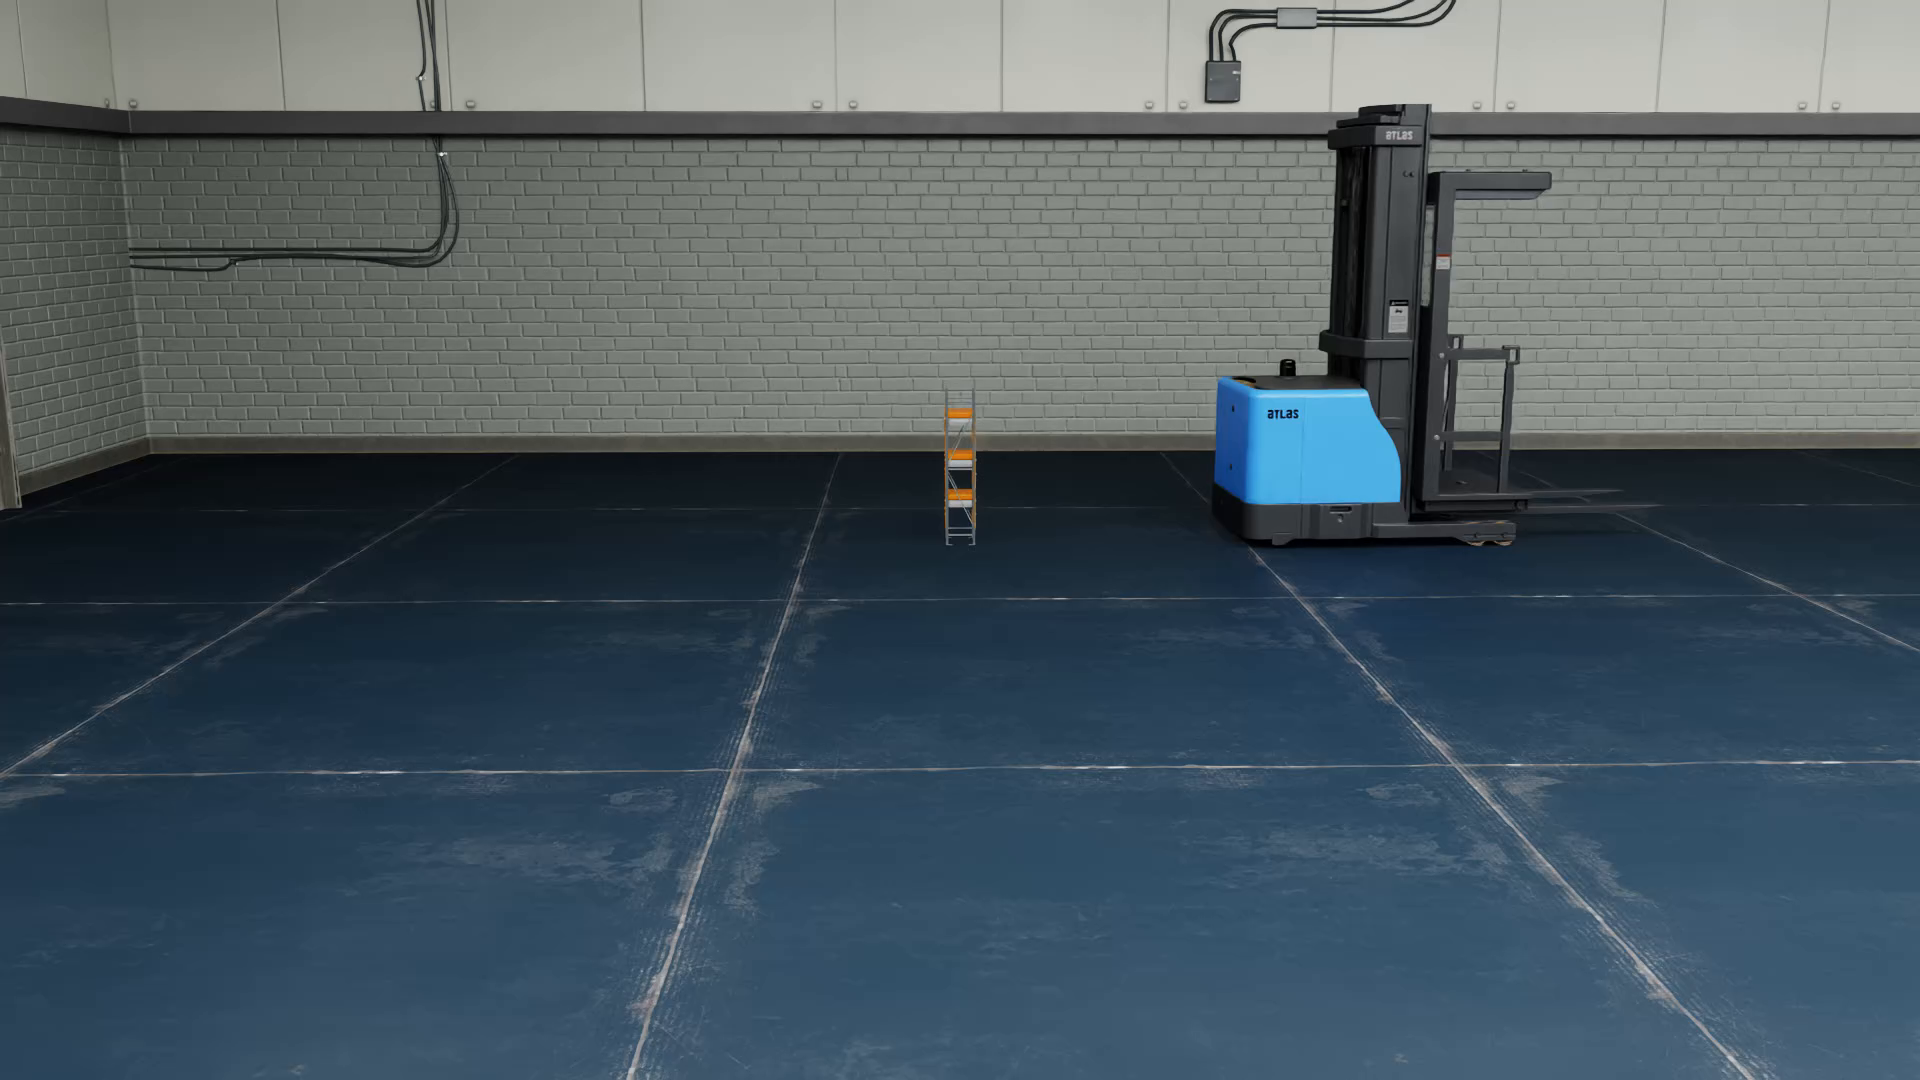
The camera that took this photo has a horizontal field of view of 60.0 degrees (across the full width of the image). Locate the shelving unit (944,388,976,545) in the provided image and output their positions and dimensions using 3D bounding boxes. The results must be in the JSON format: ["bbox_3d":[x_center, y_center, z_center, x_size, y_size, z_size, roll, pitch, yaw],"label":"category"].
[{"bbox_3d":[0.001,-0.504,11.402,0.215,1.050,0.252,0,11,-1],"label":"shelving unit"}]

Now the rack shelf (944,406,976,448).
[{"bbox_3d":[0.001,-0.772,11.348,0.215,0.259,0.240,0,11,-1],"label":"rack shelf"}]

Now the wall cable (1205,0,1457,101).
[{"bbox_3d":[3.378,-6.919,14.478,2.305,6.003,0.169,0,11,-1],"label":"wall cable"}]

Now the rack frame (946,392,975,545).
[{"bbox_3d":[0.004,-0.480,11.283,0.200,1.050,0.008,0,11,-1],"label":"rack frame"}]

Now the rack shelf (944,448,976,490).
[{"bbox_3d":[0.001,-0.494,11.404,0.215,0.259,0.240,0,11,-1],"label":"rack shelf"}]

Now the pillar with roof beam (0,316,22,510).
[{"bbox_3d":[-3.071,-4.643,11.813,9.100,9.000,0.400,0,11,-1],"label":"pillar with roof beam"}]

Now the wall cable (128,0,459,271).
[{"bbox_3d":[-6.114,-3.695,14.948,3.097,2.526,0.112,0,11,-1],"label":"wall cable"}]

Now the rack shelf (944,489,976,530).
[{"bbox_3d":[0.001,-0.221,11.460,0.215,0.259,0.240,0,11,-1],"label":"rack shelf"}]

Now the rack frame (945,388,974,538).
[{"bbox_3d":[-0.001,-0.528,11.522,0.200,1.050,0.008,0,11,-1],"label":"rack frame"}]

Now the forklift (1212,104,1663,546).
[{"bbox_3d":[3.383,-1.498,11.571,3.031,2.935,1.130,-1,12,-5],"label":"forklift"}]
